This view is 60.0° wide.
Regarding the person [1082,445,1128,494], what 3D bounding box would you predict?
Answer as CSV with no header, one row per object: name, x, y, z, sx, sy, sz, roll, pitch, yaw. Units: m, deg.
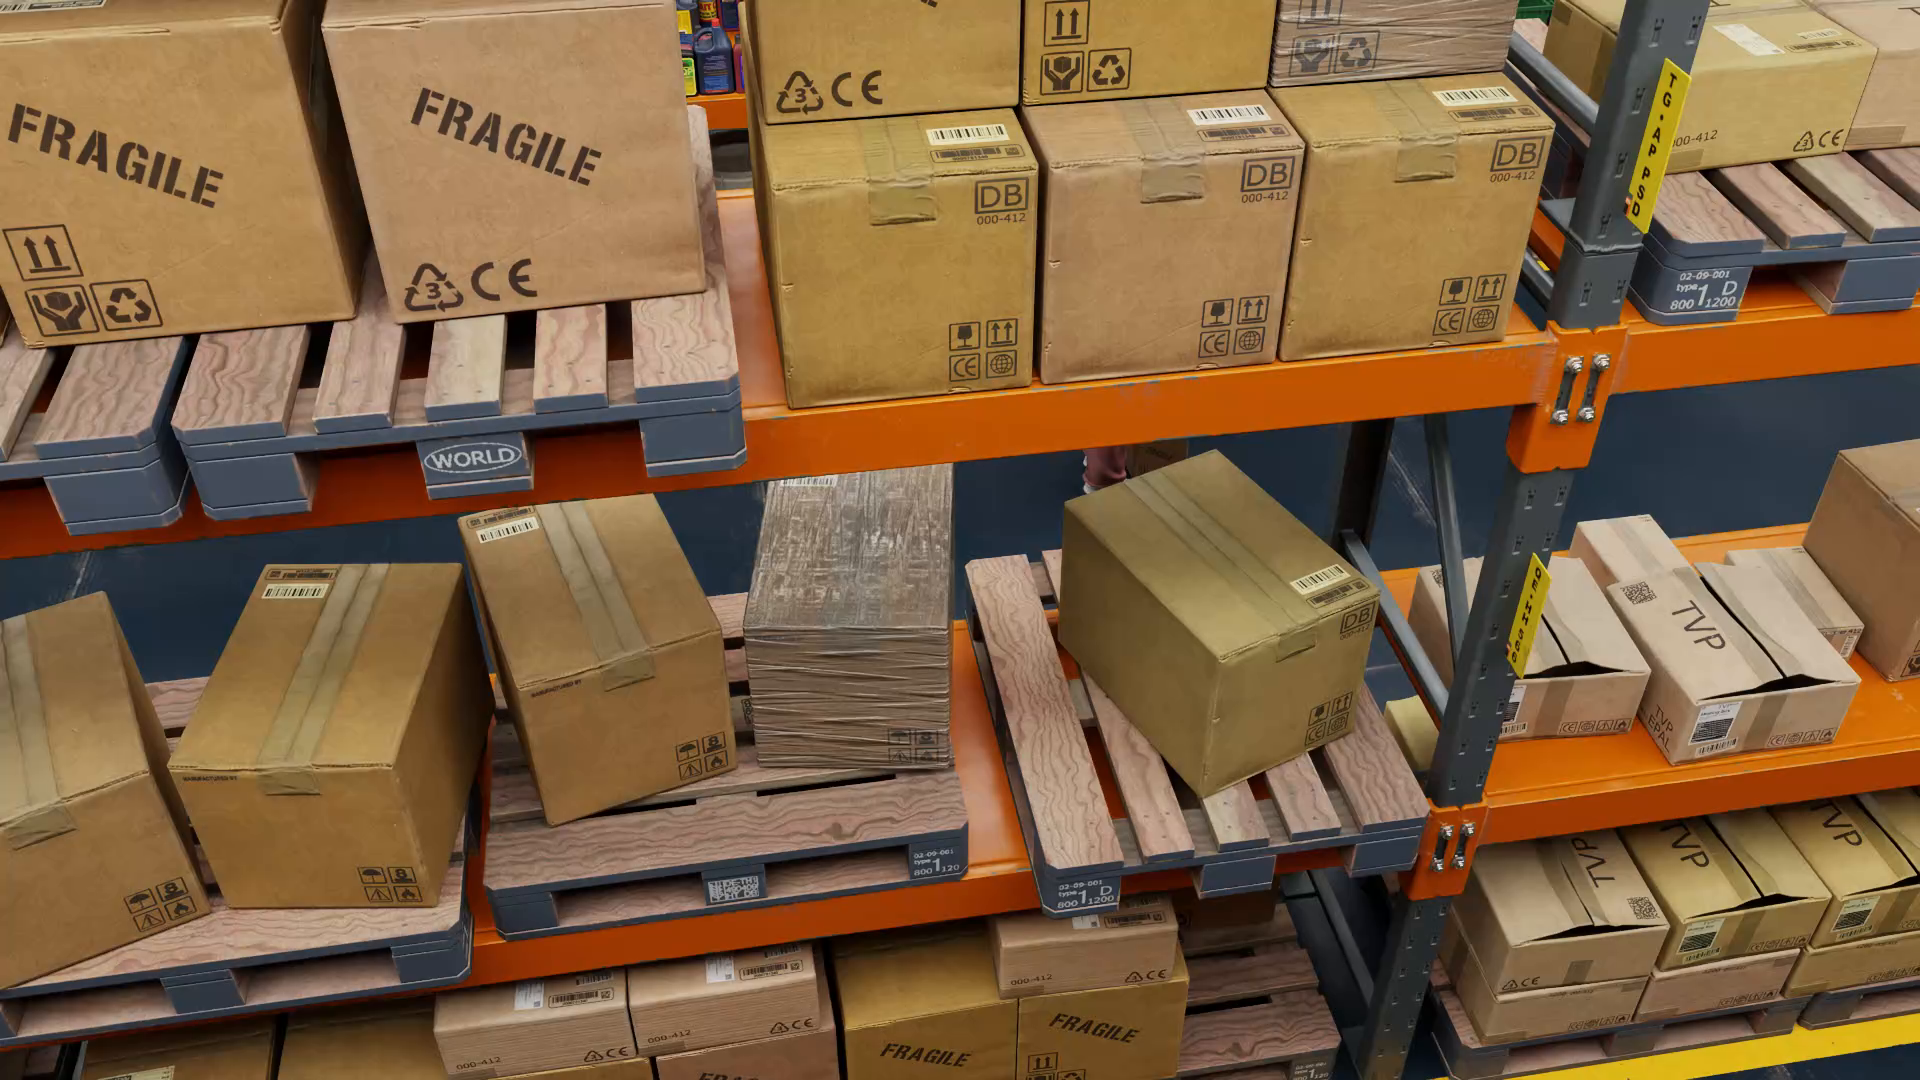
person,0.698,-0.980,7.376,0.416,1.671,0.511,-8,40,-10
